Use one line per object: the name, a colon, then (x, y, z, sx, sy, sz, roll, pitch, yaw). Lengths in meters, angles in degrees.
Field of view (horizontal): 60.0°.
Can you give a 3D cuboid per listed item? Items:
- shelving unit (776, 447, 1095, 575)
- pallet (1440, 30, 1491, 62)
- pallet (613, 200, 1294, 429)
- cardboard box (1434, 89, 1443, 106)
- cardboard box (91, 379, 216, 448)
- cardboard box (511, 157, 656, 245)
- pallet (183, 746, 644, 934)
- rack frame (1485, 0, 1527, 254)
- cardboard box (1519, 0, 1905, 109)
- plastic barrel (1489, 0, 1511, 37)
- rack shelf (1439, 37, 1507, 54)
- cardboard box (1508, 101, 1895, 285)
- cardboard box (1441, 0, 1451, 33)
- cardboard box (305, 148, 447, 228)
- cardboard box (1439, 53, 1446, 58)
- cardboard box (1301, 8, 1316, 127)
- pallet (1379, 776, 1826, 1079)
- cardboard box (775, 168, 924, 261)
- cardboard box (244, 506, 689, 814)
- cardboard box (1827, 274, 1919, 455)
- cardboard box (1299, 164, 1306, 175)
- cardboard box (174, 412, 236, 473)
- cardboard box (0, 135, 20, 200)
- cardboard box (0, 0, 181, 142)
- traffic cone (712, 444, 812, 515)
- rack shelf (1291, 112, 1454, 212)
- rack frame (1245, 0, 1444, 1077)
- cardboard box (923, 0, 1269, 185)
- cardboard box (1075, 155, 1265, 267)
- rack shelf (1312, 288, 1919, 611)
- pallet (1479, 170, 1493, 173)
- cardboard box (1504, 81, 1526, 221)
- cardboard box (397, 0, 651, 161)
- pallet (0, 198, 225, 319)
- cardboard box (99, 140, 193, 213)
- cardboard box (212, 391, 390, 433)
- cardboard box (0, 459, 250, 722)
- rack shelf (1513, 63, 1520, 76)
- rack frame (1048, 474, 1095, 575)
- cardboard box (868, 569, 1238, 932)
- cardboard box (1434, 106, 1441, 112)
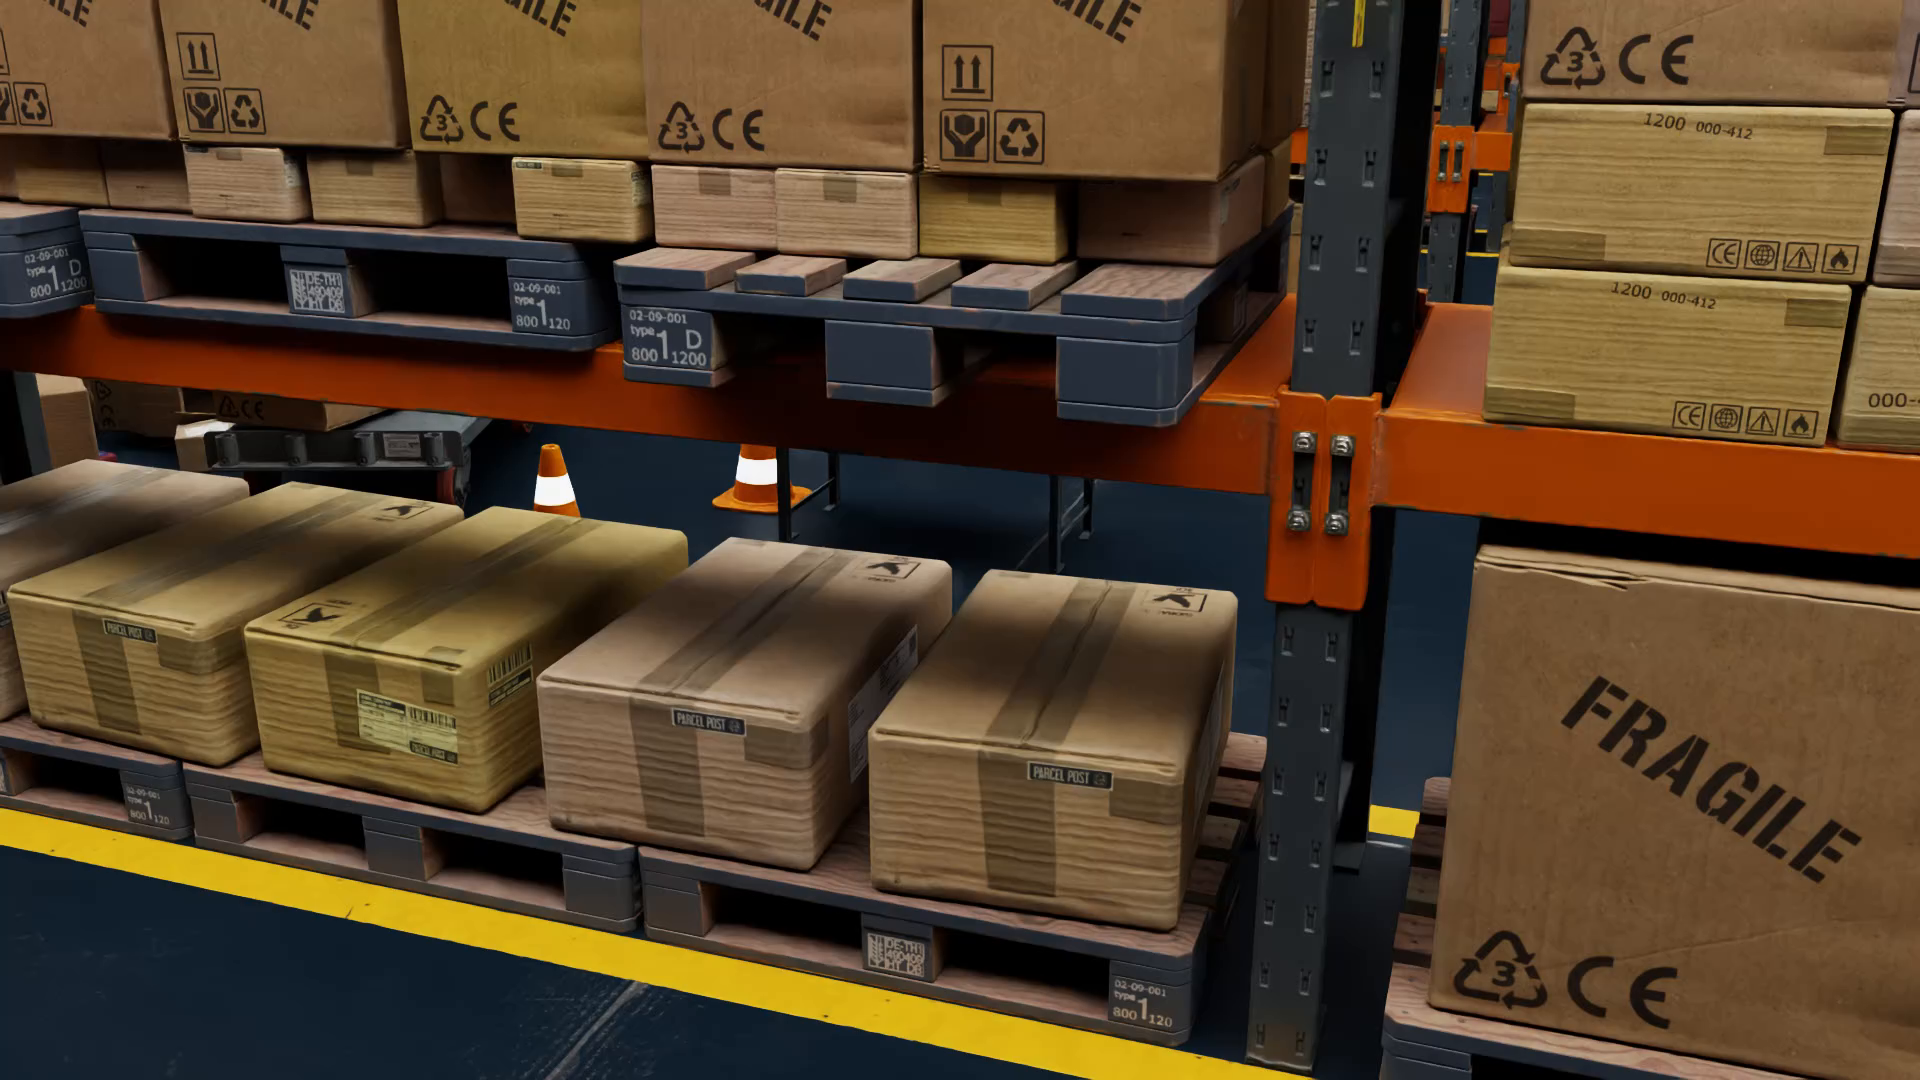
shelving unit: (-0.081, -0.717, 5.856, 1.048, 1.500, 0.538, 7, 20, 18)
pallet: (3.315, -3.595, 12.124, 1.003, 0.211, 1.213, 7, 20, 18)
pallet: (0.062, -0.514, 3.284, 1.003, 0.211, 1.213, 7, 20, 18)
cardboard box: (6.212, -5.657, 21.287, 0.500, 0.250, 0.500, 6, 20, 17)
cardboard box: (-3.410, -0.809, 7.426, 0.503, 0.637, 0.797, 7, 20, 18)
cardboard box: (-0.646, -0.677, 3.205, 0.250, 0.149, 0.380, 7, 20, 19)
pallet: (-1.116, 0.539, 4.209, 1.213, 0.211, 1.003, 7, 20, 18)
rack frame: (4.023, -3.642, 11.966, 0.127, 3.000, 1.000, 7, 20, 18)
cardboard box: (1.156, -0.950, 2.575, 0.500, 0.500, 0.500, 6, 20, 16)
plastic barrel: (5.110, -5.202, 16.235, 0.708, 0.536, 0.600, 7, 20, 18)
rack shelf: (3.759, -5.058, 17.122, 4.000, 0.370, 1.077, 7, 20, 18)
cardboard box: (1.168, -0.594, 2.692, 0.500, 0.250, 0.500, 6, 20, 18)
cardboard box: (3.500, -3.933, 12.012, 0.500, 0.500, 0.500, 4, 20, 11)
cardboard box: (-1.106, -0.745, 3.400, 0.250, 0.149, 0.380, 6, 20, 16)
cardboard box: (7.754, -7.443, 26.000, 0.500, 0.500, 0.700, 6, 20, 18)
cardboard box: (1.786, -2.123, 7.457, 0.500, 0.500, 0.500, 7, 20, 18)
pallet: (1.491, 0.865, 3.274, 1.213, 0.211, 1.003, 7, 20, 18)
cardboard box: (-0.146, -0.622, 3.047, 0.250, 0.149, 0.380, 6, 20, 18)
cardboard box: (-1.174, 0.257, 4.136, 0.625, 0.372, 0.950, 7, 20, 20)
cardboard box: (1.641, -0.309, 2.632, 0.500, 0.250, 0.500, 6, 20, 16)
cardboard box: (2.855, -2.791, 12.656, 0.500, 0.500, 0.700, 5, 20, 14)
cardboard box: (-3.073, -0.457, 6.983, 0.396, 0.266, 0.258, -7, 20, -20)
cardboard box: (-2.064, -0.878, 3.781, 0.250, 0.149, 0.380, 8, 21, 22)
cardboard box: (-1.723, -1.127, 3.511, 0.500, 0.500, 0.500, 6, 20, 18)
traffic cone: (-0.775, -0.376, 6.450, 0.334, 0.463, 0.336, 7, 20, 18)
rack shelf: (0.410, -1.987, 8.312, 4.000, 0.370, 1.077, 7, 20, 18)
rack frame: (0.771, -0.560, 3.127, 0.127, 3.000, 1.000, 7, 20, 18)
cardboard box: (0.250, -0.909, 2.885, 0.500, 0.500, 0.500, 6, 20, 16)
cardboard box: (0.384, -0.602, 2.991, 0.250, 0.149, 0.380, 7, 21, 20)
rack shelf: (2.660, -0.005, 2.625, 4.000, 0.370, 1.077, 7, 20, 18)
pallet: (4.929, -3.961, 17.118, 1.213, 0.211, 1.003, 7, 20, 18)
cardboard box: (1.312, -0.752, 3.146, 0.500, 0.250, 0.500, 6, 20, 18)
cardboard box: (-0.719, -1.016, 3.191, 0.500, 0.500, 0.500, 5, 20, 14)
pallet: (-2.334, -0.774, 4.031, 1.213, 0.211, 1.003, 7, 20, 18)
cardboard box: (-1.601, -0.810, 3.585, 0.250, 0.149, 0.380, 7, 20, 18)
cardboard box: (-2.452, -0.726, 6.250, 0.500, 0.500, 0.500, 7, 20, 18)
cardboard box: (-2.512, 0.106, 4.569, 0.625, 0.372, 0.950, 7, 20, 19)
rack shelf: (5.912, -3.086, 11.465, 4.000, 0.370, 1.077, 7, 20, 18)
rack frame: (0.400, -0.663, 5.698, 0.032, 1.500, 0.500, 7, 20, 18)
cardboard box: (0.240, 0.418, 3.674, 0.625, 0.372, 0.950, 5, 20, 14)
cardboard box: (3.380, -3.086, 12.363, 0.500, 0.250, 0.500, 7, 21, 20)
